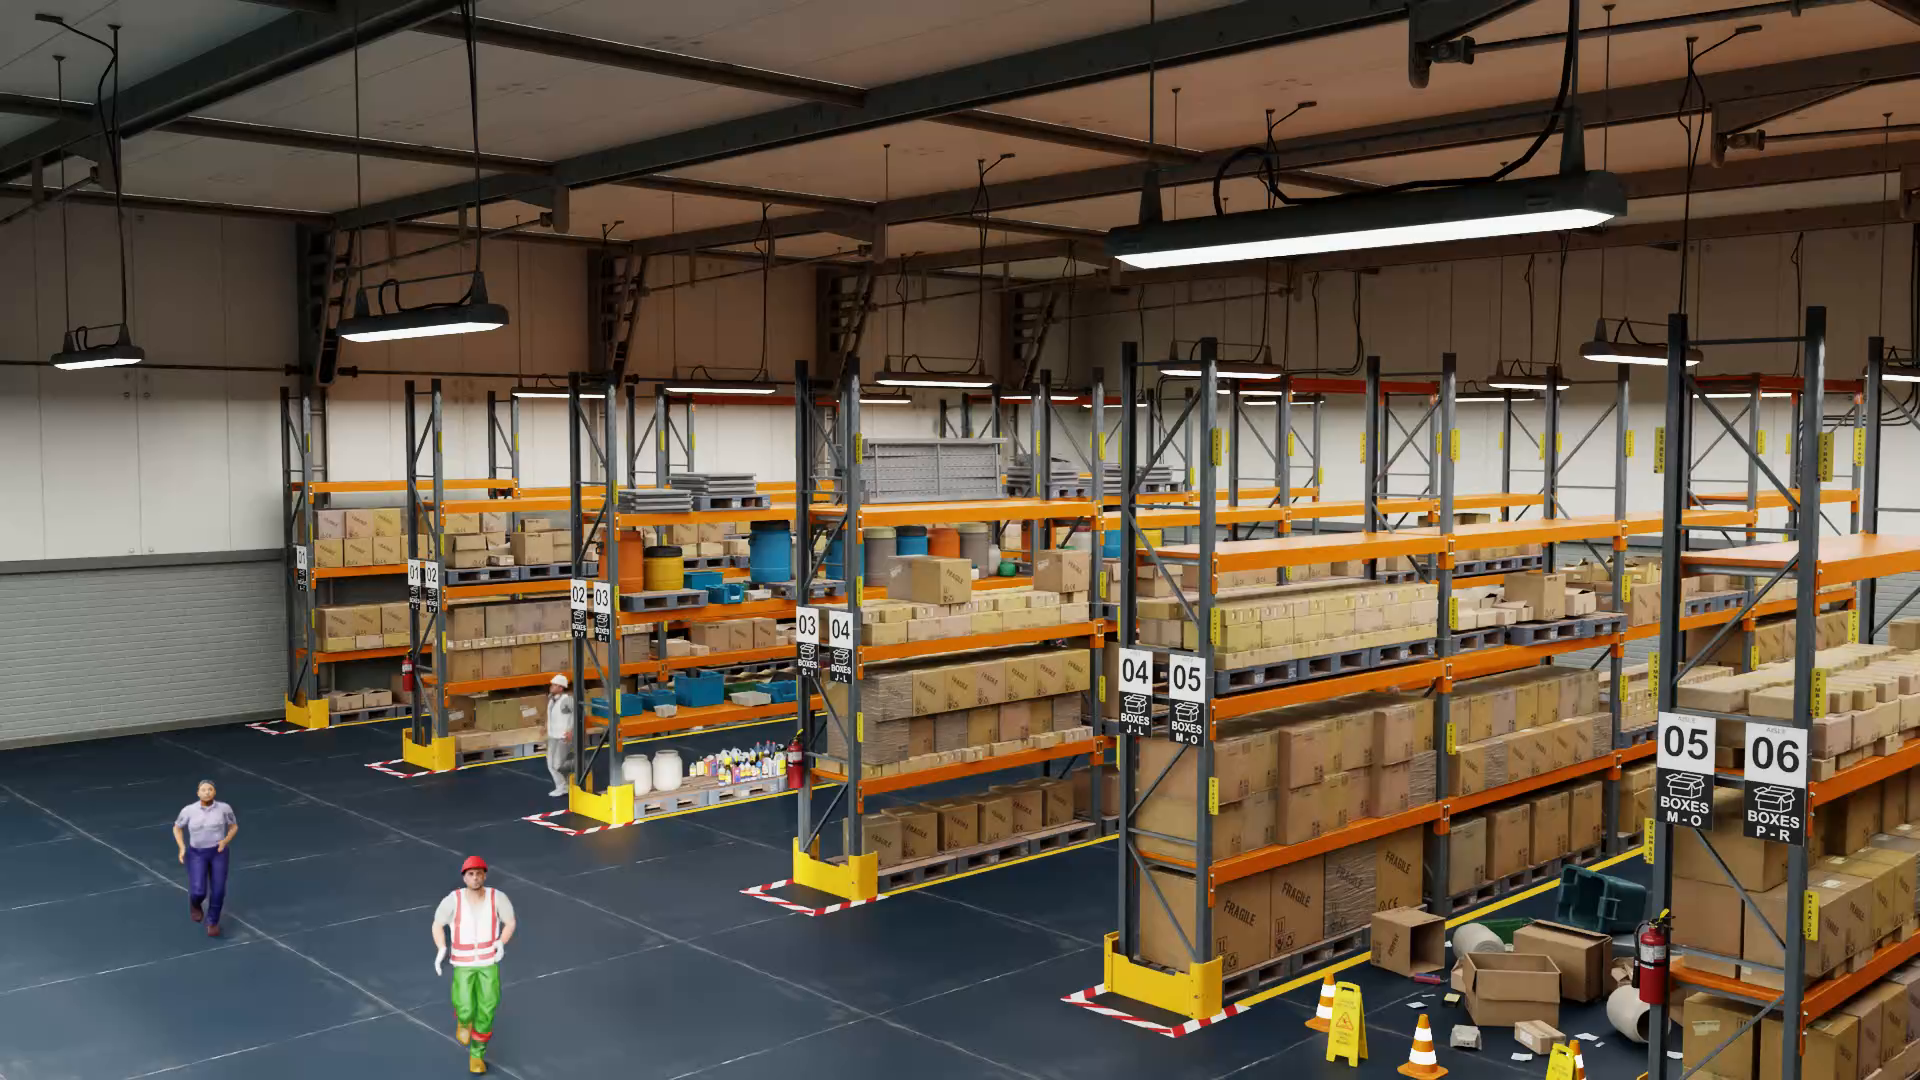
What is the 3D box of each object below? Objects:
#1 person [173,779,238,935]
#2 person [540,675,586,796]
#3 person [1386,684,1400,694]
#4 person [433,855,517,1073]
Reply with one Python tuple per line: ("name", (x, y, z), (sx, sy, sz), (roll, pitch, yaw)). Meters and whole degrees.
("person", (-7.761, 3.279, 17.153), (0.607, 1.592, 0.547), (-2, 4, -29))
("person", (-5.650, 2.788, 23.788), (0.669, 1.733, 0.639), (3, 5, 42))
("person", (6.009, 2.820, 23.316), (0.642, 1.706, 0.658), (3, 5, 40))
("person", (-3.942, 3.432, 13.543), (0.658, 1.738, 0.601), (-1, 4, -20))
